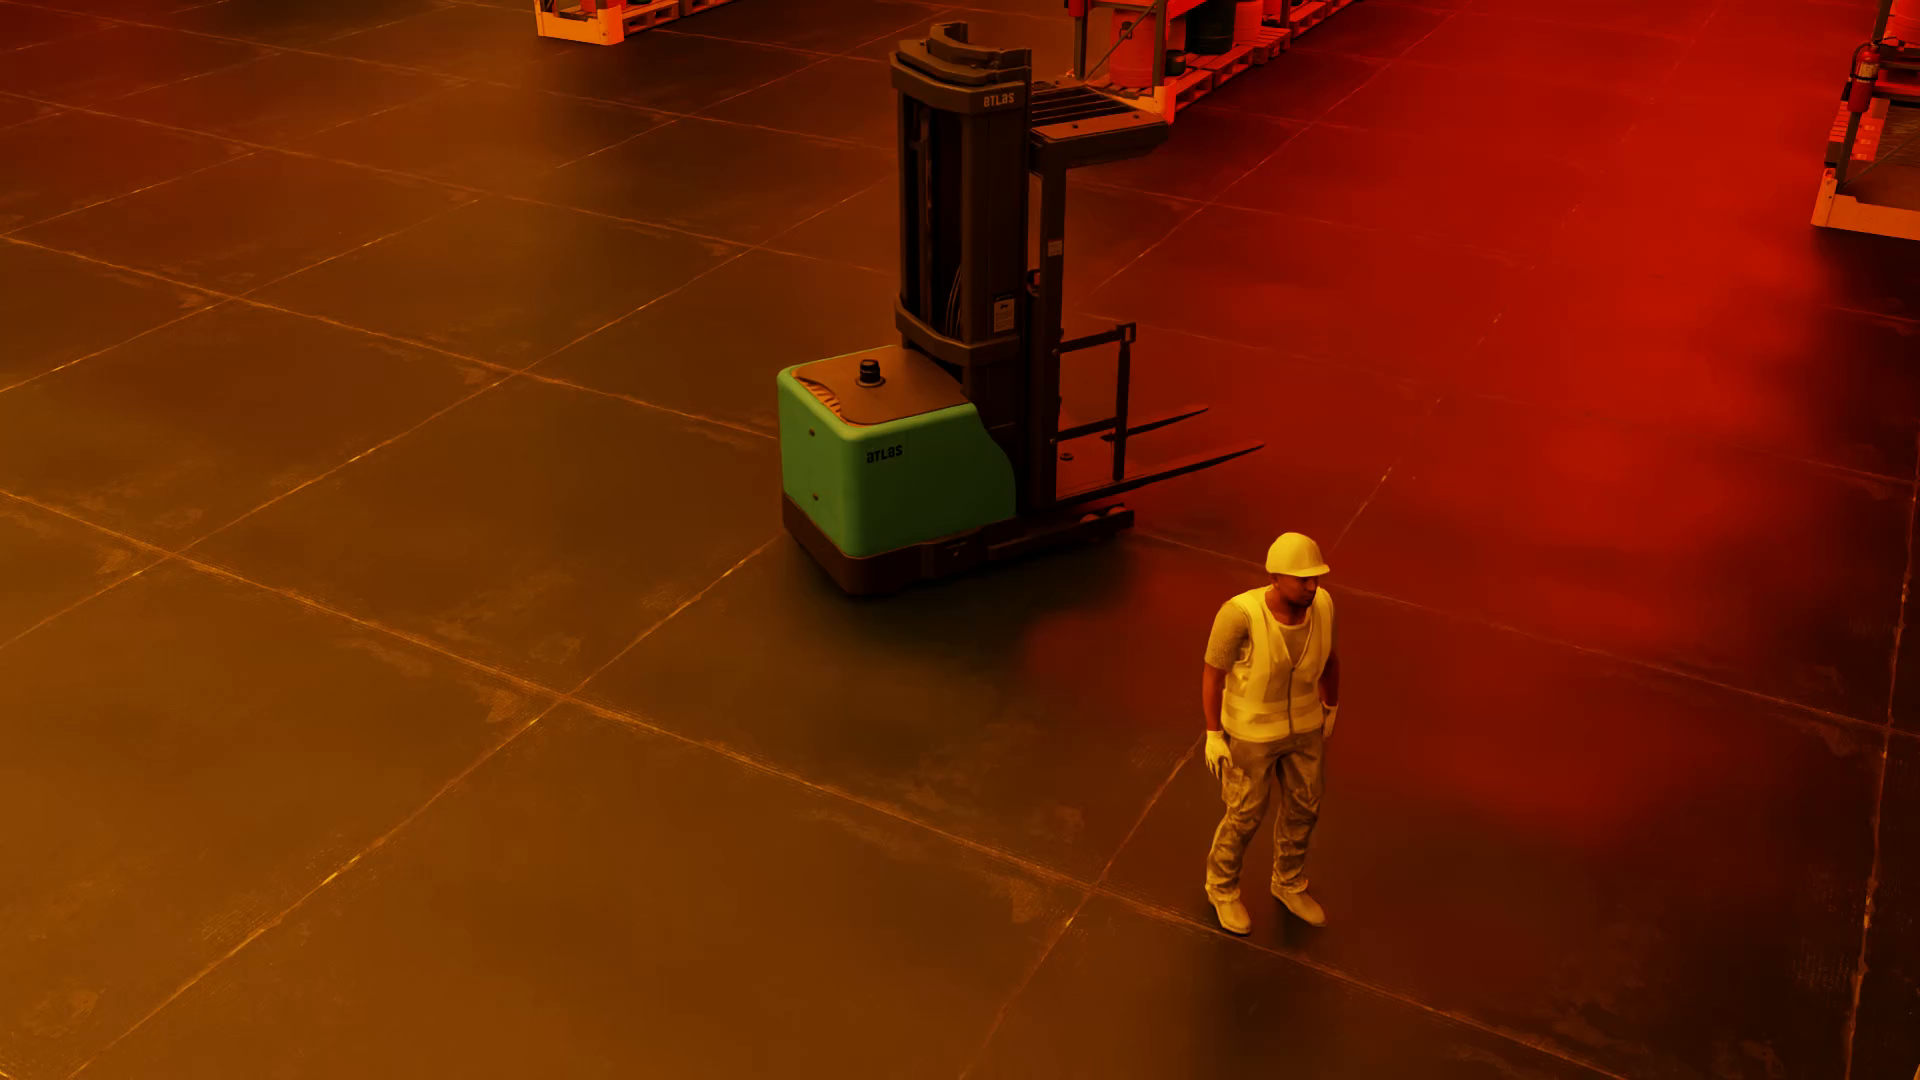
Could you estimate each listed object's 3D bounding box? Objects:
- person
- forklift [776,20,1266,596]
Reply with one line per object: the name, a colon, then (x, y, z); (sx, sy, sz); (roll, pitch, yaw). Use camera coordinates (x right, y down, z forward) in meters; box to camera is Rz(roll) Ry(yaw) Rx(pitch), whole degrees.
person: (1.308, 0.807, 6.841); (0.649, 1.801, 0.501); (-11, 32, -18)
forklift: (0.471, -1.472, 9.622); (3.031, 2.935, 1.130); (-15, 33, -25)
